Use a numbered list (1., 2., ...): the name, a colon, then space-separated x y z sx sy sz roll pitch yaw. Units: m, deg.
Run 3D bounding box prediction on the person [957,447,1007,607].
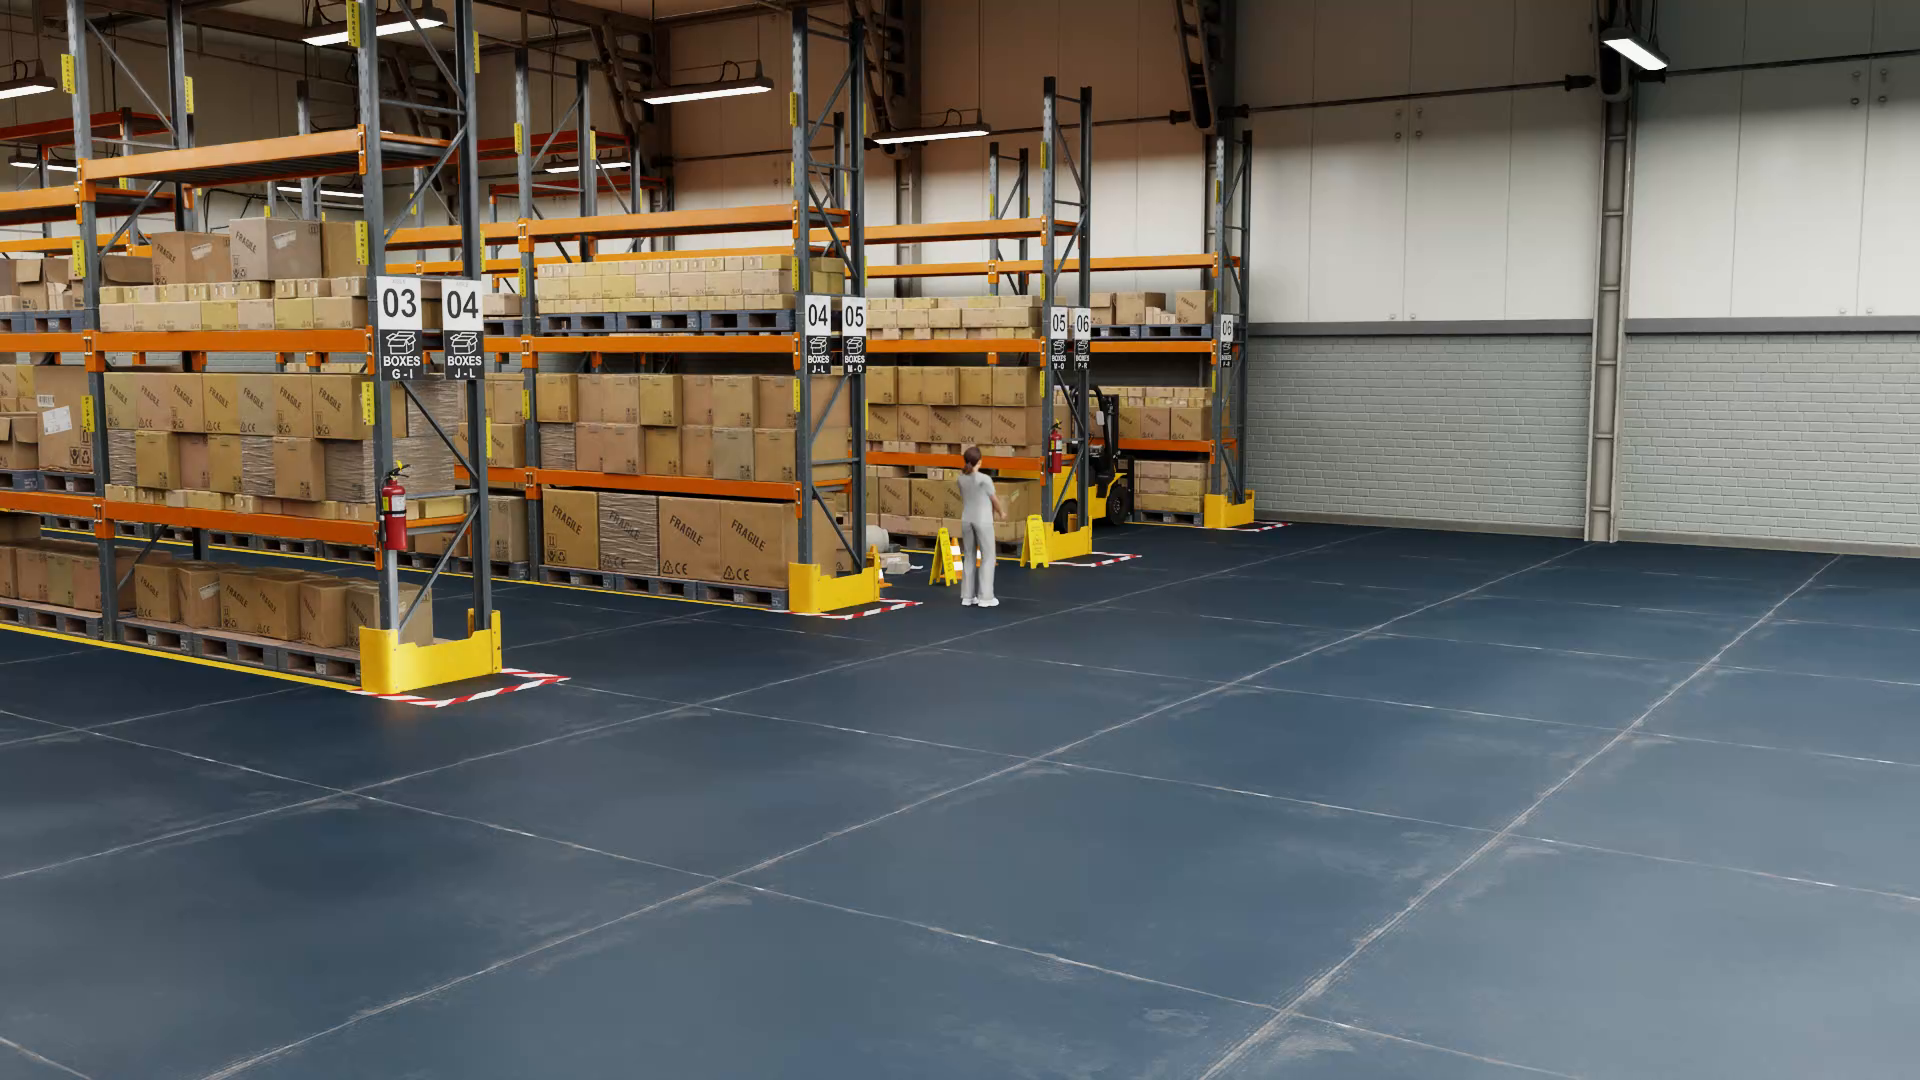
1. person: 0.220 -0.149 17.355 0.436 1.664 0.558 4 8 35
